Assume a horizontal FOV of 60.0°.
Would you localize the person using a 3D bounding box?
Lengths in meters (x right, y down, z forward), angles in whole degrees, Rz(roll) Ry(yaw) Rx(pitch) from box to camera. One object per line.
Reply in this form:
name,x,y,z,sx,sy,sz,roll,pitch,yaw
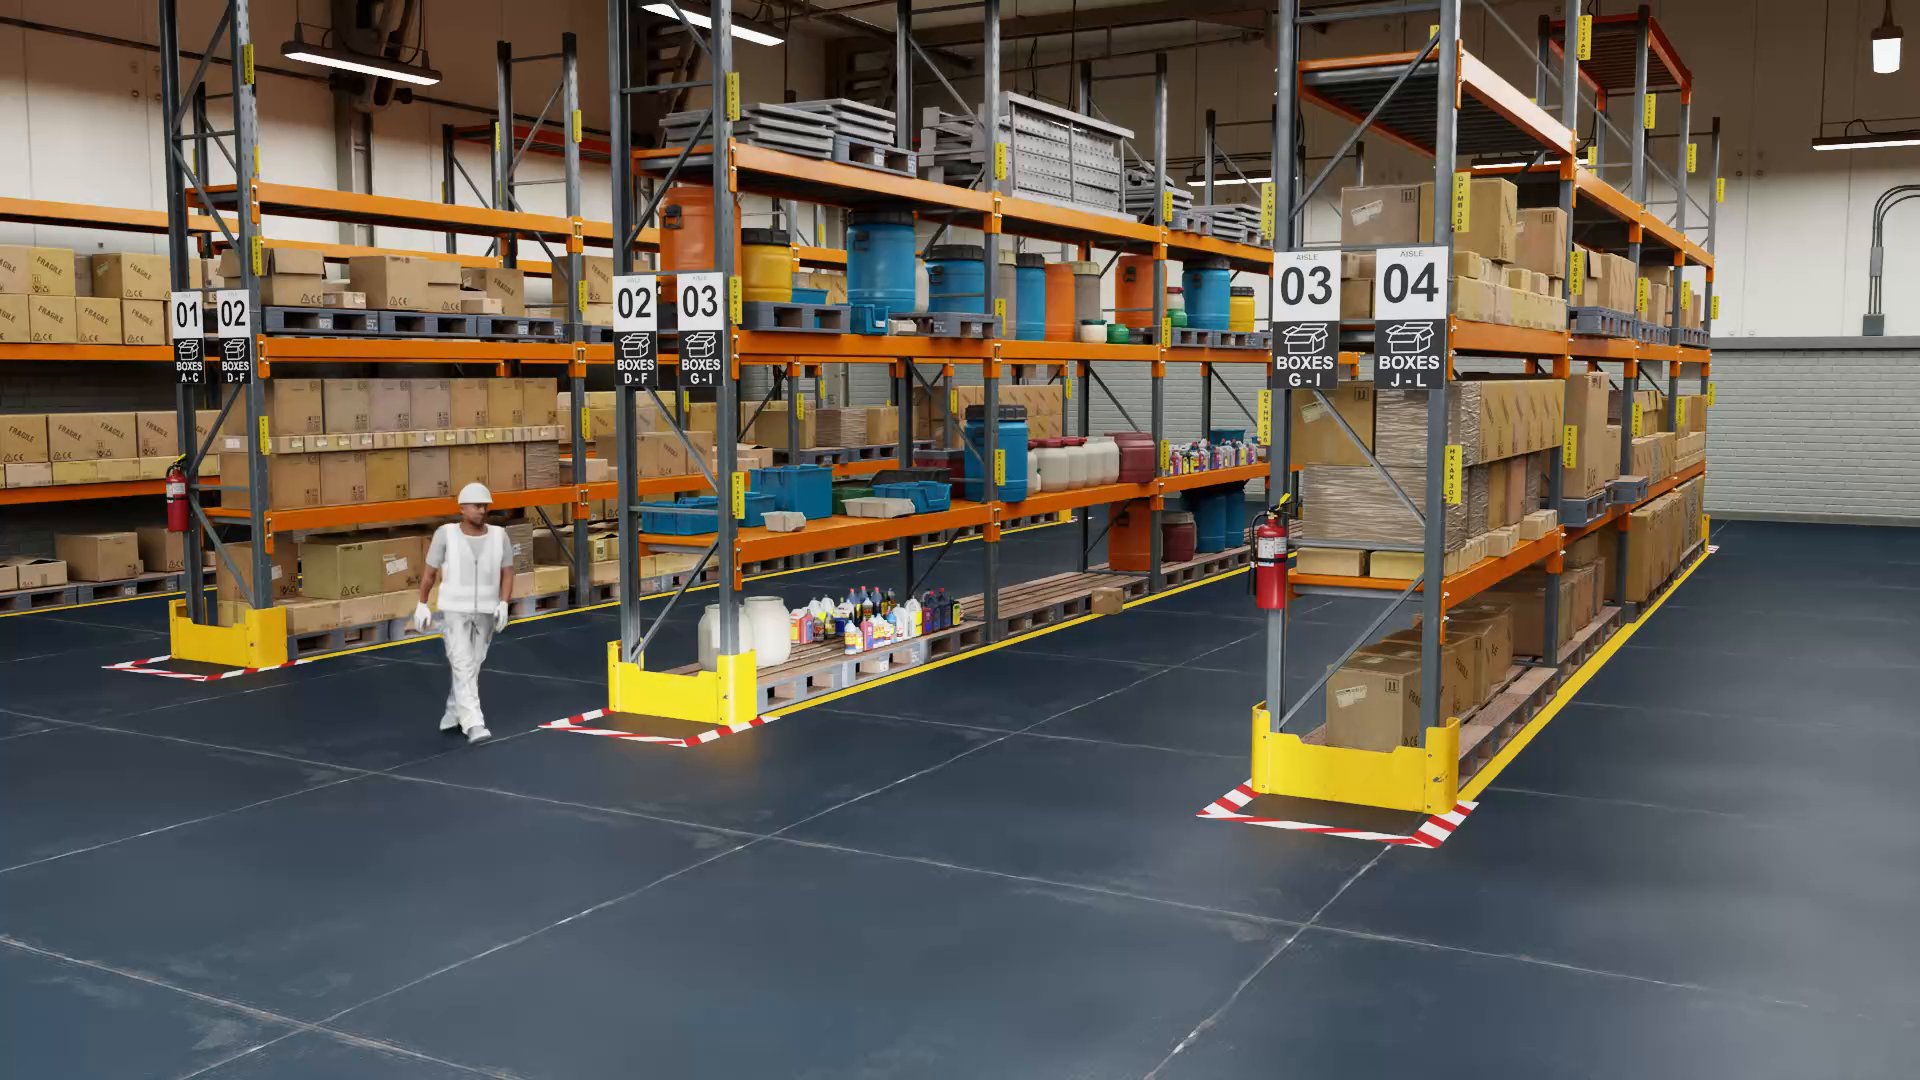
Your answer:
person,-3.313,0.481,11.293,0.619,1.731,0.999,-4,7,-33
